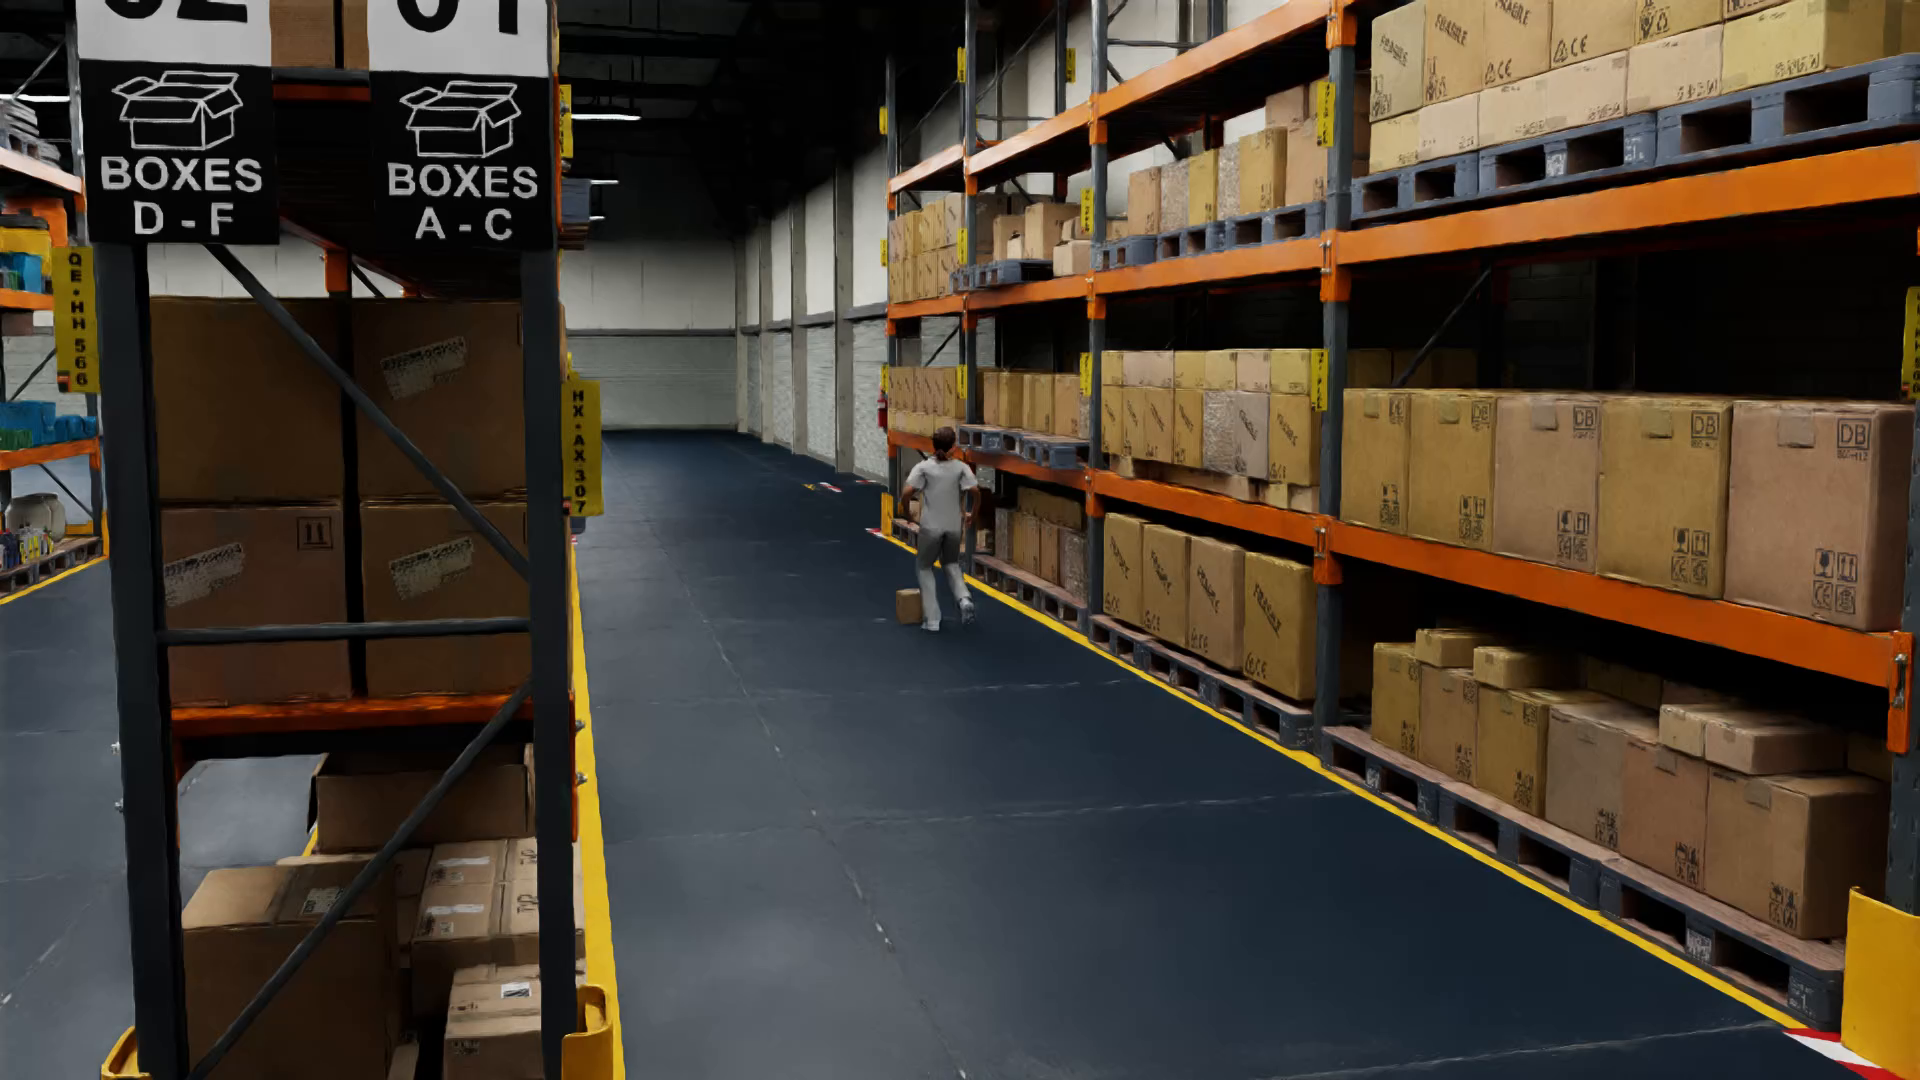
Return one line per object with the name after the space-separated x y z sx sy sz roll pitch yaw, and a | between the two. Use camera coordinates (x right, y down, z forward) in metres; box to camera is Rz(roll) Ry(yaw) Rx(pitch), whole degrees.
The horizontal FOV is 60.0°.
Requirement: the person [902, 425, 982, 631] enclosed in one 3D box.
-0.171 -0.091 13.120 0.624 1.621 0.470 -2 6 -16 | person
